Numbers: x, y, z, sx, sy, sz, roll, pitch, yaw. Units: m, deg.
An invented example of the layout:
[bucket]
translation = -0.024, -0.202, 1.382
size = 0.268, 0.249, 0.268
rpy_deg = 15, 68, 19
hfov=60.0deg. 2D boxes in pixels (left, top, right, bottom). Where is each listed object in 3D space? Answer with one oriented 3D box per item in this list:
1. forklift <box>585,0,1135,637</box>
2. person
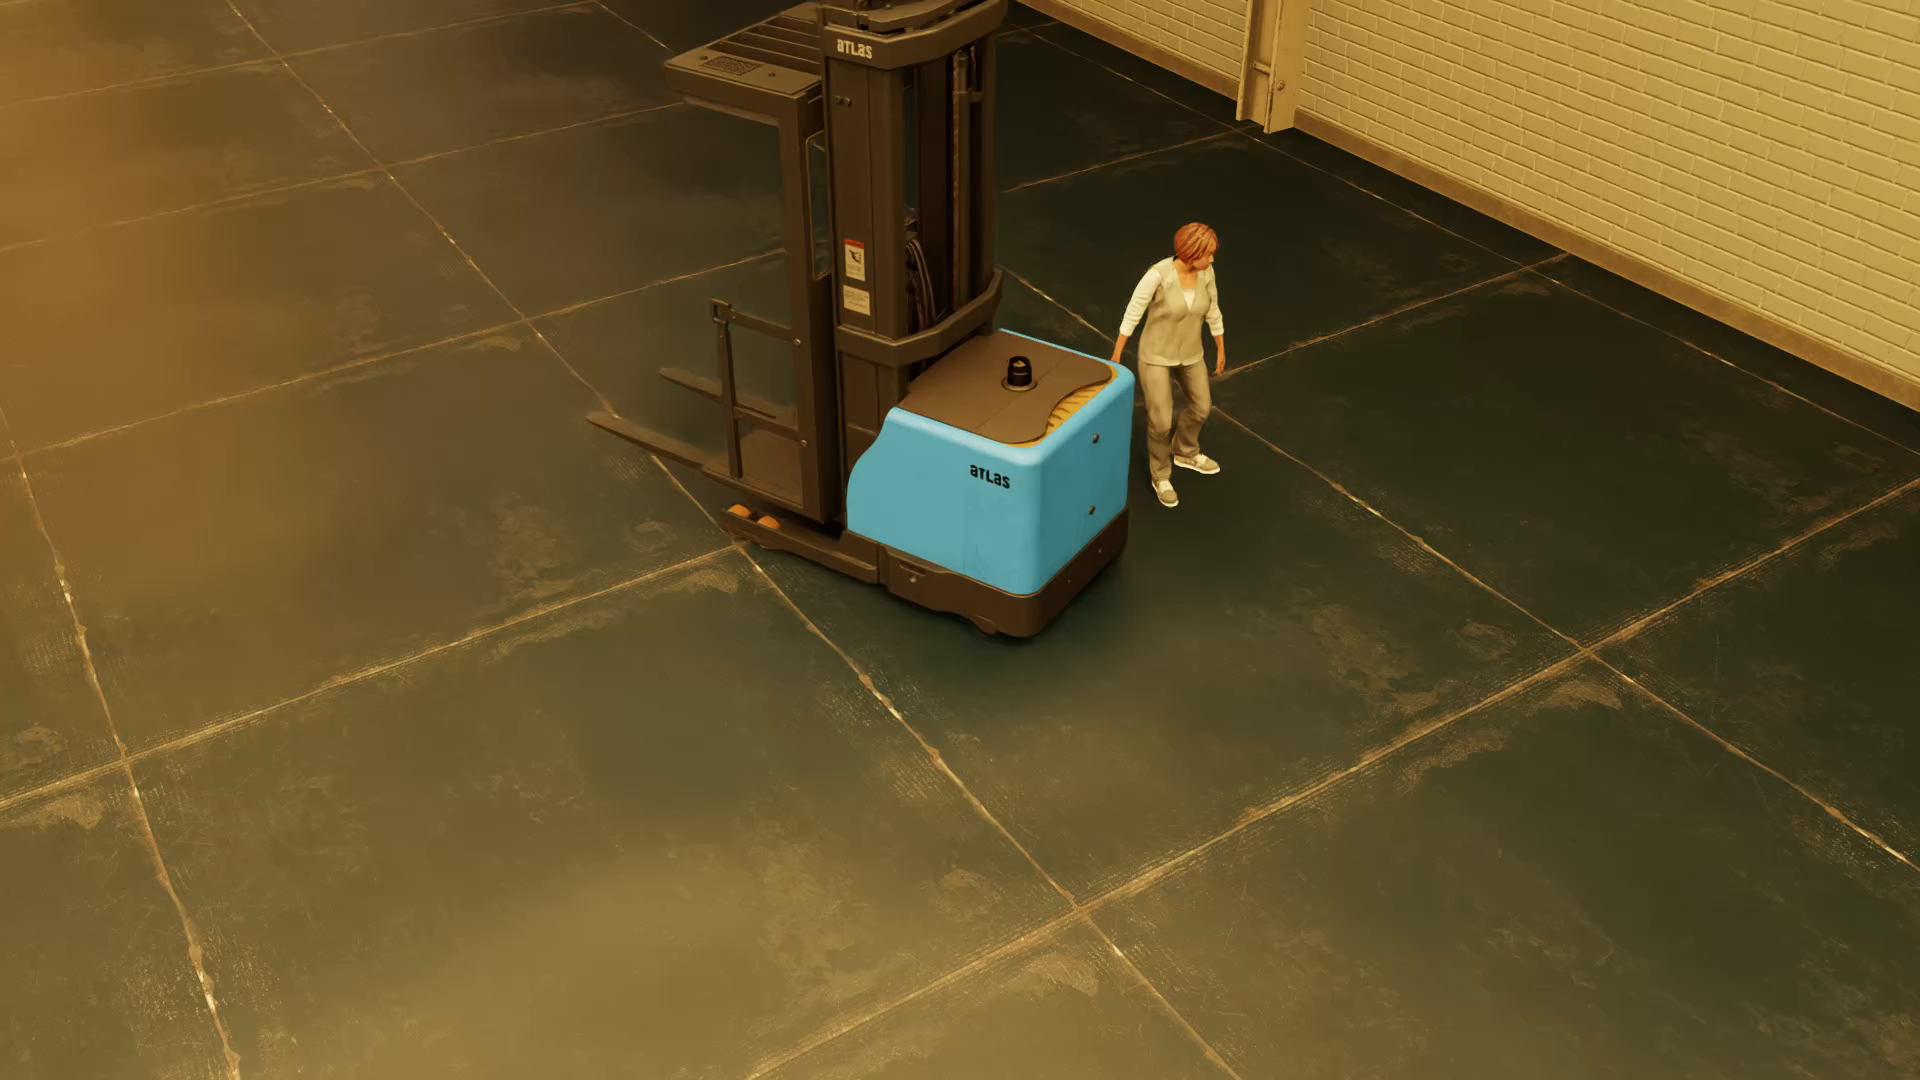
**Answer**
[forklift]
translation = -0.653, -1.385, 8.119
size = 3.031, 2.935, 1.130
rpy_deg = 21, 40, 27
[person]
translation = 1.130, -0.930, 8.678
size = 0.686, 1.552, 0.429
rpy_deg = -13, 37, -18
